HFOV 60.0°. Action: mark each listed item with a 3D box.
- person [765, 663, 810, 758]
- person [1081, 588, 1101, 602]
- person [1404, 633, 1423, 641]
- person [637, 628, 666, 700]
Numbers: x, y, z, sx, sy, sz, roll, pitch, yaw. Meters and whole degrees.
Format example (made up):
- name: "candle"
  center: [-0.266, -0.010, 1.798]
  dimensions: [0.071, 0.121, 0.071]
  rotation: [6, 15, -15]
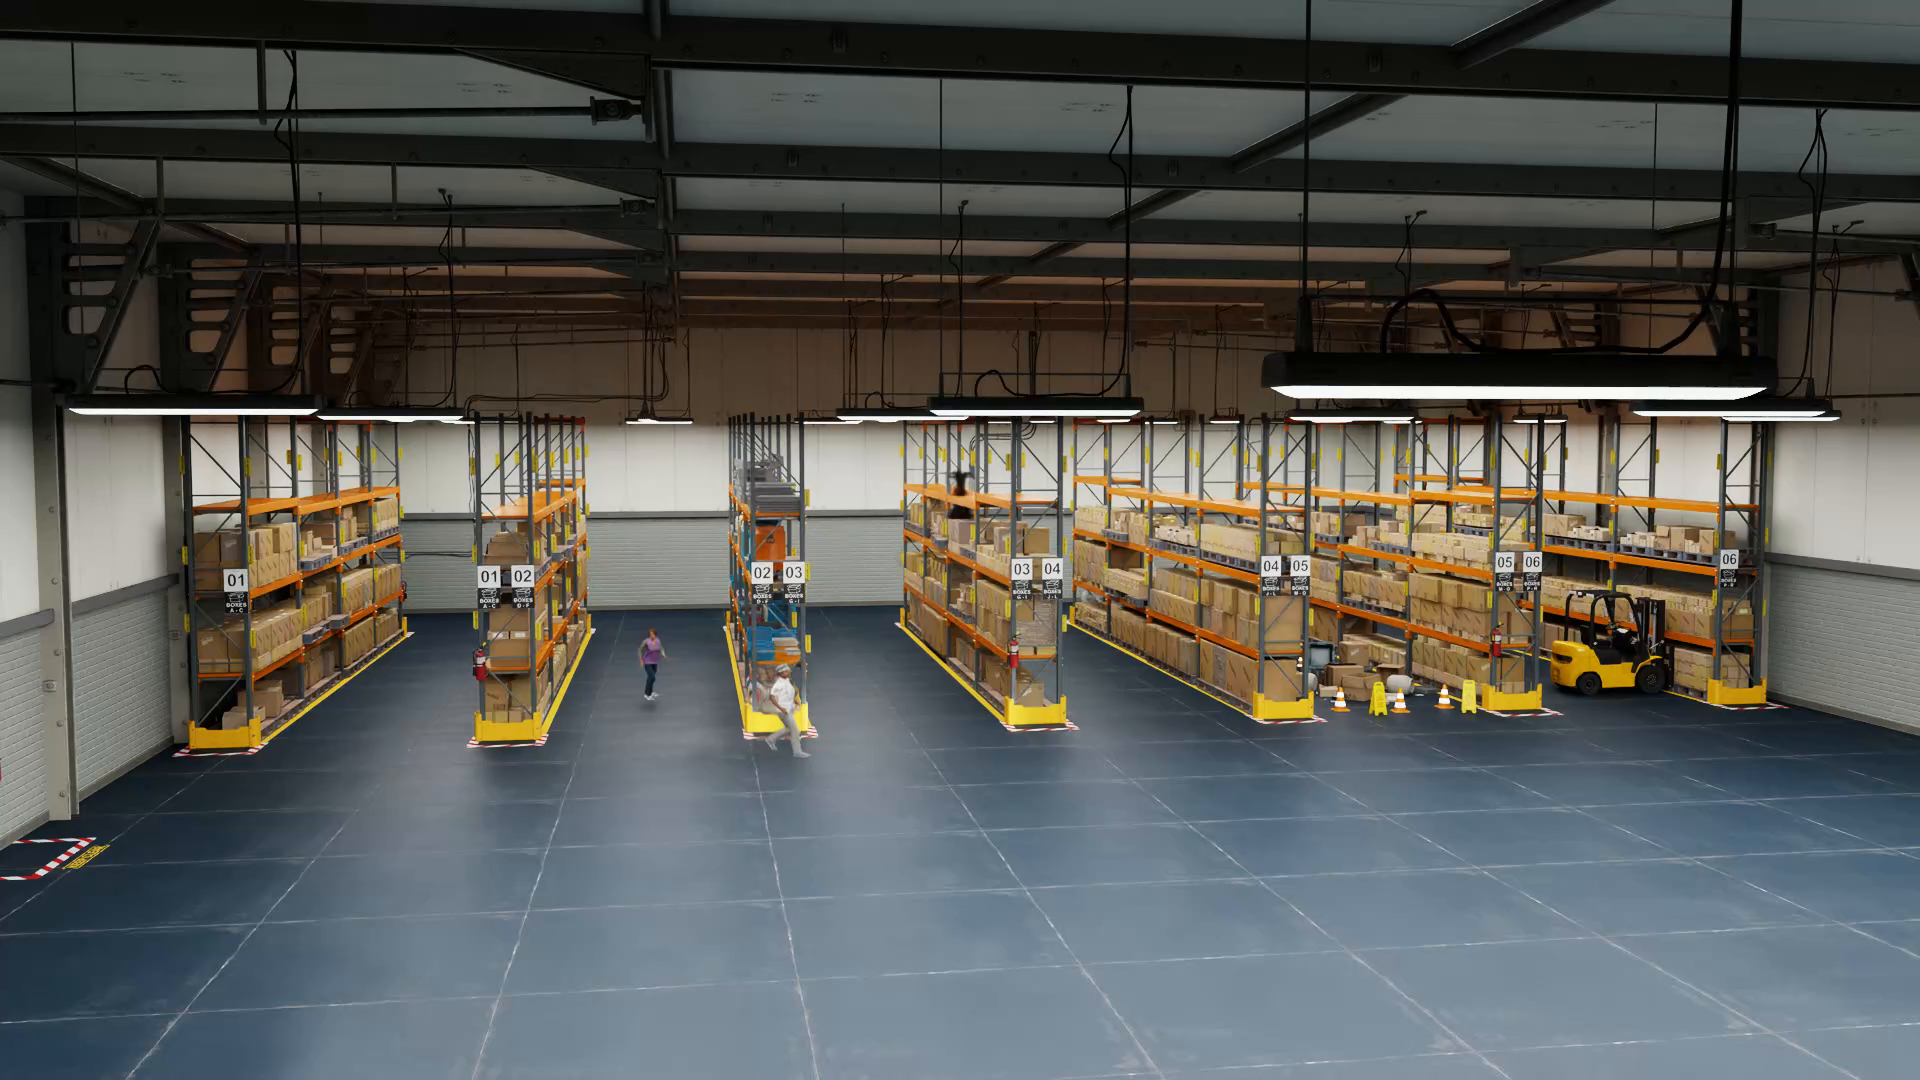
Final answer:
- name: "person"
  center: [-3.036, 2.941, 28.720]
  dimensions: [0.846, 1.659, 0.622]
  rotation: [1, 4, 13]
- name: "person"
  center: [4.003, 1.401, 50.478]
  dimensions: [0.681, 1.845, 0.865]
  rotation: [4, 5, 42]
- name: "person"
  center: [11.653, 1.918, 42.591]
  dimensions: [0.690, 1.752, 1.063]
  rotation: [-1, 4, -14]
- name: "person"
  center: [-6.458, 2.613, 34.964]
  dimensions: [0.787, 1.558, 0.558]
  rotation: [3, 5, 36]
